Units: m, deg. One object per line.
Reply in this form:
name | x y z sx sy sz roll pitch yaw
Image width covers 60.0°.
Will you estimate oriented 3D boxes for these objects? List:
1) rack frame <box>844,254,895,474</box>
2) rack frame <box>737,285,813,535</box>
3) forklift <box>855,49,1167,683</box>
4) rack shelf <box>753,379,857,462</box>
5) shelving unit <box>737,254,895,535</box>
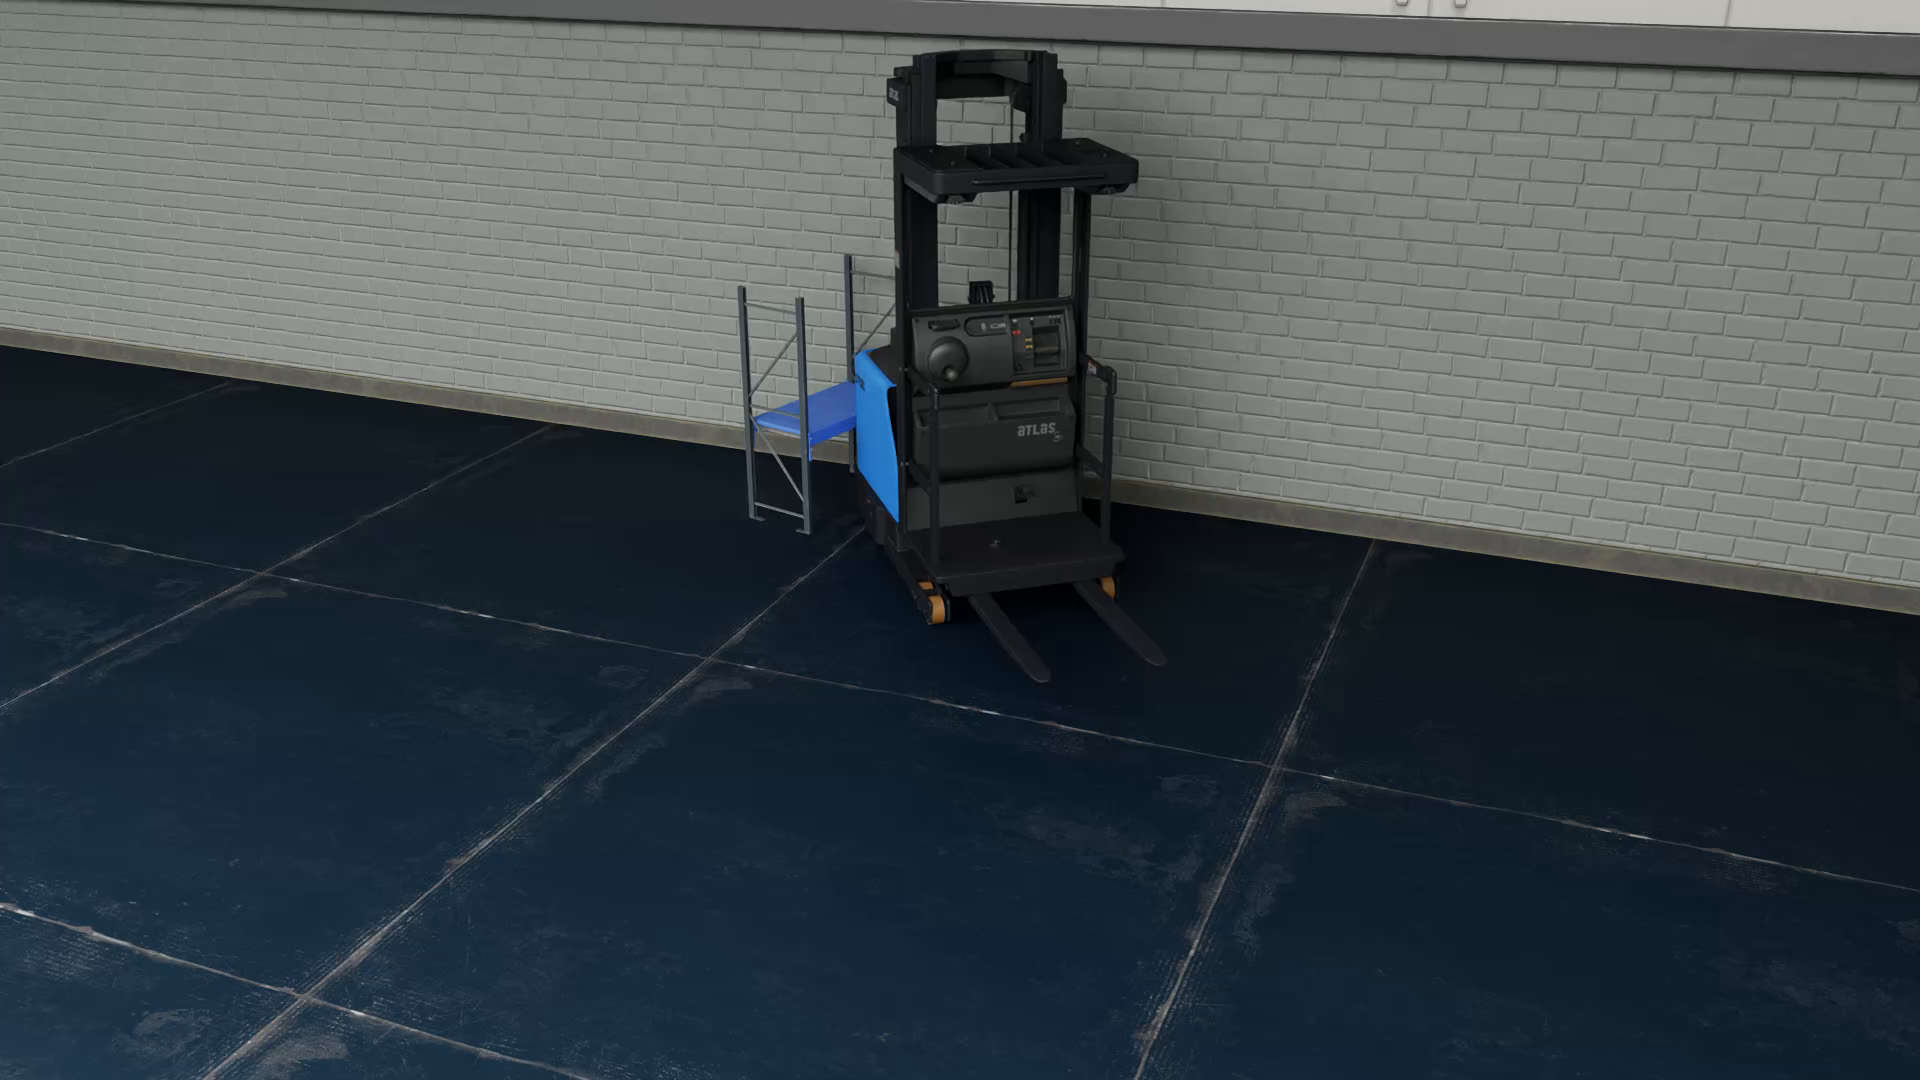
rack frame | -0.541 -1.104 10.947 0.500 1.500 0.032 15 27 32
rack frame | -1.129 -0.784 10.182 0.500 1.500 0.032 15 27 32
forklift | 0.257 -1.056 8.976 1.130 2.935 3.031 -7 24 -16
rack shelf | -0.835 -0.778 10.634 0.538 0.185 1.000 15 27 32
shelving unit | -0.835 -0.944 10.564 0.538 1.500 1.048 15 27 32
